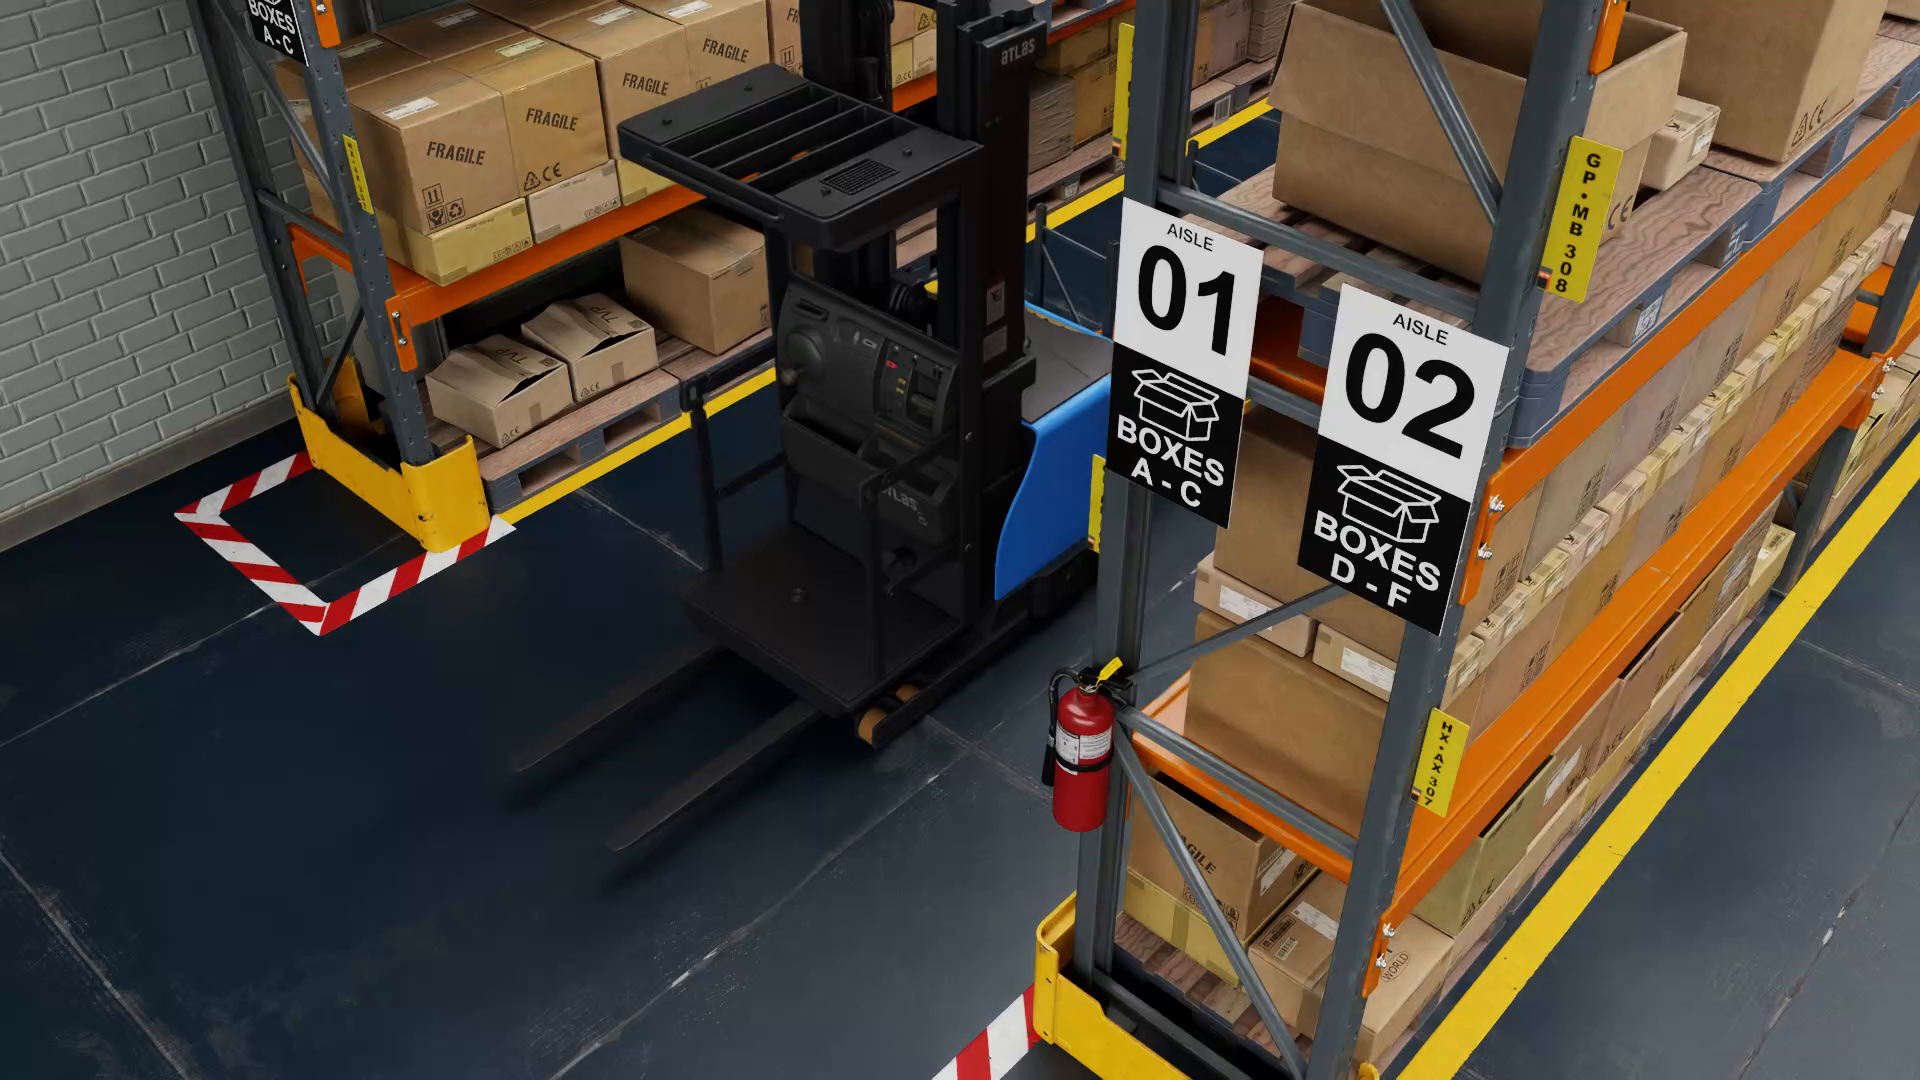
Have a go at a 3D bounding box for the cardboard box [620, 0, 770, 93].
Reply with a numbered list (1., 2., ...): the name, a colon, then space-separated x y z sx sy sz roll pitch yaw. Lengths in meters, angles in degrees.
1. cardboard box: -1.289 -2.420 8.169 0.500 0.500 0.500 31 48 33

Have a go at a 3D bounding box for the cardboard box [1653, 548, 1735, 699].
1. cardboard box: 2.659 0.235 6.597 0.500 0.500 0.500 30 47 32

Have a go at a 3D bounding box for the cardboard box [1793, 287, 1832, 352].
1. cardboard box: 2.946 -0.867 6.112 0.380 0.149 0.250 30 47 32

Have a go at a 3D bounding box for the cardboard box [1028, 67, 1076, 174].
1. cardboard box: 0.317 -2.761 10.751 0.700 0.500 0.500 31 48 33

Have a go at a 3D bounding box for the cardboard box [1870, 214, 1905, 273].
1. cardboard box: 3.466 -1.222 6.559 0.380 0.149 0.250 30 47 32

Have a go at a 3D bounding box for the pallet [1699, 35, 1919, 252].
1. pallet: 2.112 -1.323 4.948 1.003 0.211 1.213 30 47 32

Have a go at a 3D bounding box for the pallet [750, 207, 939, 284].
1. pallet: -0.595 -1.807 10.137 1.003 0.211 1.213 30 47 32

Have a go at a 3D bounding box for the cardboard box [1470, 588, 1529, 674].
1. cardboard box: 1.393 0.188 4.785 0.380 0.149 0.250 28 46 31

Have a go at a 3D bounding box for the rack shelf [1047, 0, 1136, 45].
1. rack shelf: 1.182 -3.859 11.055 1.077 0.370 4.000 30 47 32

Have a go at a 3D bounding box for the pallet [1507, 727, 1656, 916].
1. pallet: 2.101 0.858 6.784 1.003 0.211 1.213 30 47 32

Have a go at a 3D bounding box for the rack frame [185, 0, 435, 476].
1. rack frame: -2.866 -1.384 7.365 1.000 3.000 0.127 30 47 32

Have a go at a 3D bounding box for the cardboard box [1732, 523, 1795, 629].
1. cardboard box: 3.340 0.073 7.404 0.500 0.250 0.500 30 47 32

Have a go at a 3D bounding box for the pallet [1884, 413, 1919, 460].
1. pallet: 4.783 -0.970 9.084 1.003 0.211 1.213 30 47 32

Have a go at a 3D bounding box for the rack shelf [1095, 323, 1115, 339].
1. rack shelf: 0.902 -0.889 8.235 1.000 0.185 0.538 -29 47 -31

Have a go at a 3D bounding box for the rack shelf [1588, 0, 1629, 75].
1. rack shelf: 2.142 -2.135 4.388 1.077 0.370 4.000 30 47 32

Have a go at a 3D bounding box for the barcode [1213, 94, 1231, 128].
1. barcode: 0.640 -1.049 4.066 0.001 0.075 0.075 30 47 32

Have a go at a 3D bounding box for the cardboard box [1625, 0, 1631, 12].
1. cardboard box: 1.750 -1.560 4.797 0.500 0.311 0.500 -28 46 -31

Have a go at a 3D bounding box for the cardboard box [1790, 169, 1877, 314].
1. cardboard box: 2.857 -1.252 6.075 0.700 0.500 0.500 30 47 32

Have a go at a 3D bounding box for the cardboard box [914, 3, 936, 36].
1. cardboard box: -0.258 -3.118 9.046 0.500 0.500 0.500 30 47 32

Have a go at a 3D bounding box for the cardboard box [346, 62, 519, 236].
1. cardboard box: -2.322 -1.720 7.289 0.500 0.500 0.500 30 47 32

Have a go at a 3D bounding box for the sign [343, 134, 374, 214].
1. sign: -2.466 -1.496 6.809 0.100 0.325 0.005 30 47 32

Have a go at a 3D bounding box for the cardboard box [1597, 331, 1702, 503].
1. cardboard box: 1.843 -0.562 5.208 0.700 0.500 0.500 30 47 32

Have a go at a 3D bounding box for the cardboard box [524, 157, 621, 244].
1. cardboard box: -1.963 -1.669 7.827 0.500 0.250 0.500 28 46 31

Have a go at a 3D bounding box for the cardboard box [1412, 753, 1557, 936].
1. cardboard box: 1.655 0.929 5.725 0.500 0.500 0.500 30 47 32

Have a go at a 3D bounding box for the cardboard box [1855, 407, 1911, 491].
1. cardboard box: 4.292 -0.548 8.184 0.500 0.250 0.500 31 48 33

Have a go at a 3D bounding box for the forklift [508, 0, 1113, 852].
1. forklift: -0.523 -0.645 6.490 1.130 2.935 3.031 29 47 32

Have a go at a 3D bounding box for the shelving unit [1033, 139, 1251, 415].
1. shelving unit: 0.908 -1.033 8.128 1.083 1.500 0.587 -29 47 -31

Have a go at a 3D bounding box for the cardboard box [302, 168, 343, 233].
1. cardboard box: -2.694 -1.630 7.778 0.500 0.250 0.500 30 48 32

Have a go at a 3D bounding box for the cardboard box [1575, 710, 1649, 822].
1. cardboard box: 2.332 0.764 6.534 0.500 0.250 0.500 30 47 32

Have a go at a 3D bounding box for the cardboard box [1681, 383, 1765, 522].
1. cardboard box: 2.504 -0.503 6.175 0.700 0.500 0.500 30 48 32

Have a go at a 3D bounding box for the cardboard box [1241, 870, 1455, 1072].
1. cardboard box: 1.319 1.453 5.668 0.500 0.250 0.500 30 47 32

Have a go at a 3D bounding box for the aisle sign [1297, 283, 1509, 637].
1. aisle sign: 0.975 -0.165 3.742 0.394 0.787 0.004 30 47 32

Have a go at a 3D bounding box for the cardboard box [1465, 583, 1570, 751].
1. cardboard box: 1.468 0.202 5.289 0.700 0.500 0.500 31 48 33

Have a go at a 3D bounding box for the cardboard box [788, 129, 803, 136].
1. cardboard box: -0.934 -2.363 8.700 0.500 0.250 0.500 29 47 32

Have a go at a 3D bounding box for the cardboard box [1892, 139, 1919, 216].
1. cardboard box: 4.377 -1.771 7.770 0.500 0.500 0.500 -30 48 -33

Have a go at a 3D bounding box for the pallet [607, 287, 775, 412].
1. pallet: -1.418 -1.244 9.429 1.003 0.211 1.213 30 47 32

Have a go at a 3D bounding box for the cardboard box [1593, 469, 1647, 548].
1. cardboard box: 1.912 -0.164 5.228 0.380 0.149 0.250 28 46 31

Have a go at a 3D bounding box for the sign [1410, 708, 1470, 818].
1. sign: 1.198 0.560 4.160 0.100 0.325 0.005 30 47 32

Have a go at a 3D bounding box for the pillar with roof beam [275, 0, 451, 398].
1. pillar with roof beam: 0.145 -2.610 4.085 9.100 9.000 0.400 30 47 32

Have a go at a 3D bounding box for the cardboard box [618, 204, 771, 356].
1. cardboard box: -1.417 -1.436 9.085 0.700 0.500 0.500 27 46 29

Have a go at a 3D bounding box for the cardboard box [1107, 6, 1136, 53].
1. cardboard box: 0.959 -3.499 11.076 0.500 0.250 0.500 28 46 31

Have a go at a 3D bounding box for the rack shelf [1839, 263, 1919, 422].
1. rack shelf: 4.841 -1.781 8.441 1.077 0.370 4.000 30 47 32

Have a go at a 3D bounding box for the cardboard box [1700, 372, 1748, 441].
1. cardboard box: 2.431 -0.516 5.671 0.380 0.149 0.250 31 48 33

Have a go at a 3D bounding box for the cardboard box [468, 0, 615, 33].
1. cardboard box: -2.013 -2.399 8.143 0.500 0.500 0.500 28 46 31

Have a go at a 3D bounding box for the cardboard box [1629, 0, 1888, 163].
1. cardboard box: 2.115 -1.387 4.427 0.500 0.500 0.500 30 47 32

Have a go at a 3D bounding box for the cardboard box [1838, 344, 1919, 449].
1. cardboard box: 4.296 -0.765 8.006 0.500 0.311 0.500 29 47 31

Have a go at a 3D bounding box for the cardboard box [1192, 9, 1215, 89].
1. cardboard box: 1.336 -3.473 11.646 0.700 0.500 0.500 29 47 32
